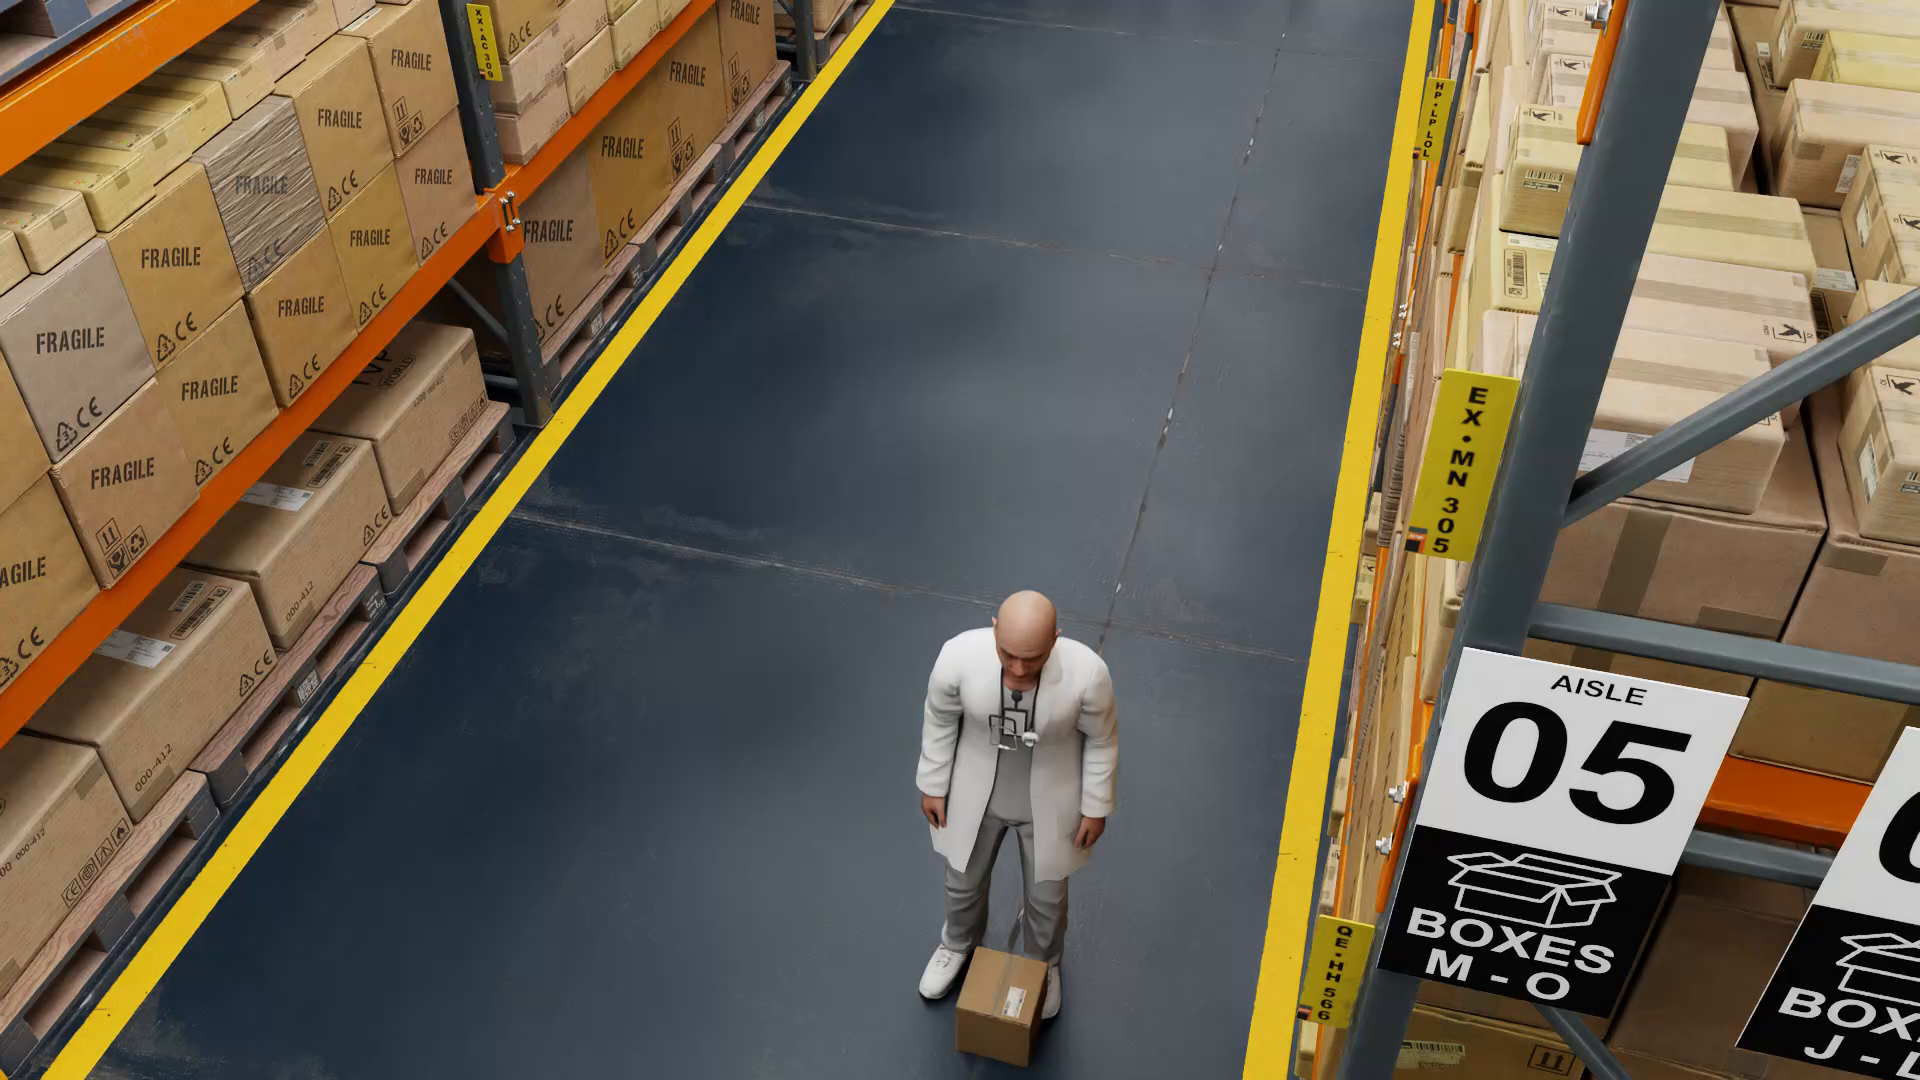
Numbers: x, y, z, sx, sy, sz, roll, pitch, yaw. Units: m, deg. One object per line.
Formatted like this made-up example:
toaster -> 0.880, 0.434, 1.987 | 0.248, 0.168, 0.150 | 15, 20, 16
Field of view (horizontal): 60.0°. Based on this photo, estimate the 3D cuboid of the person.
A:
person -> 0.173, 0.809, 5.222 | 0.633, 1.773, 0.430 | 7, 41, 8
